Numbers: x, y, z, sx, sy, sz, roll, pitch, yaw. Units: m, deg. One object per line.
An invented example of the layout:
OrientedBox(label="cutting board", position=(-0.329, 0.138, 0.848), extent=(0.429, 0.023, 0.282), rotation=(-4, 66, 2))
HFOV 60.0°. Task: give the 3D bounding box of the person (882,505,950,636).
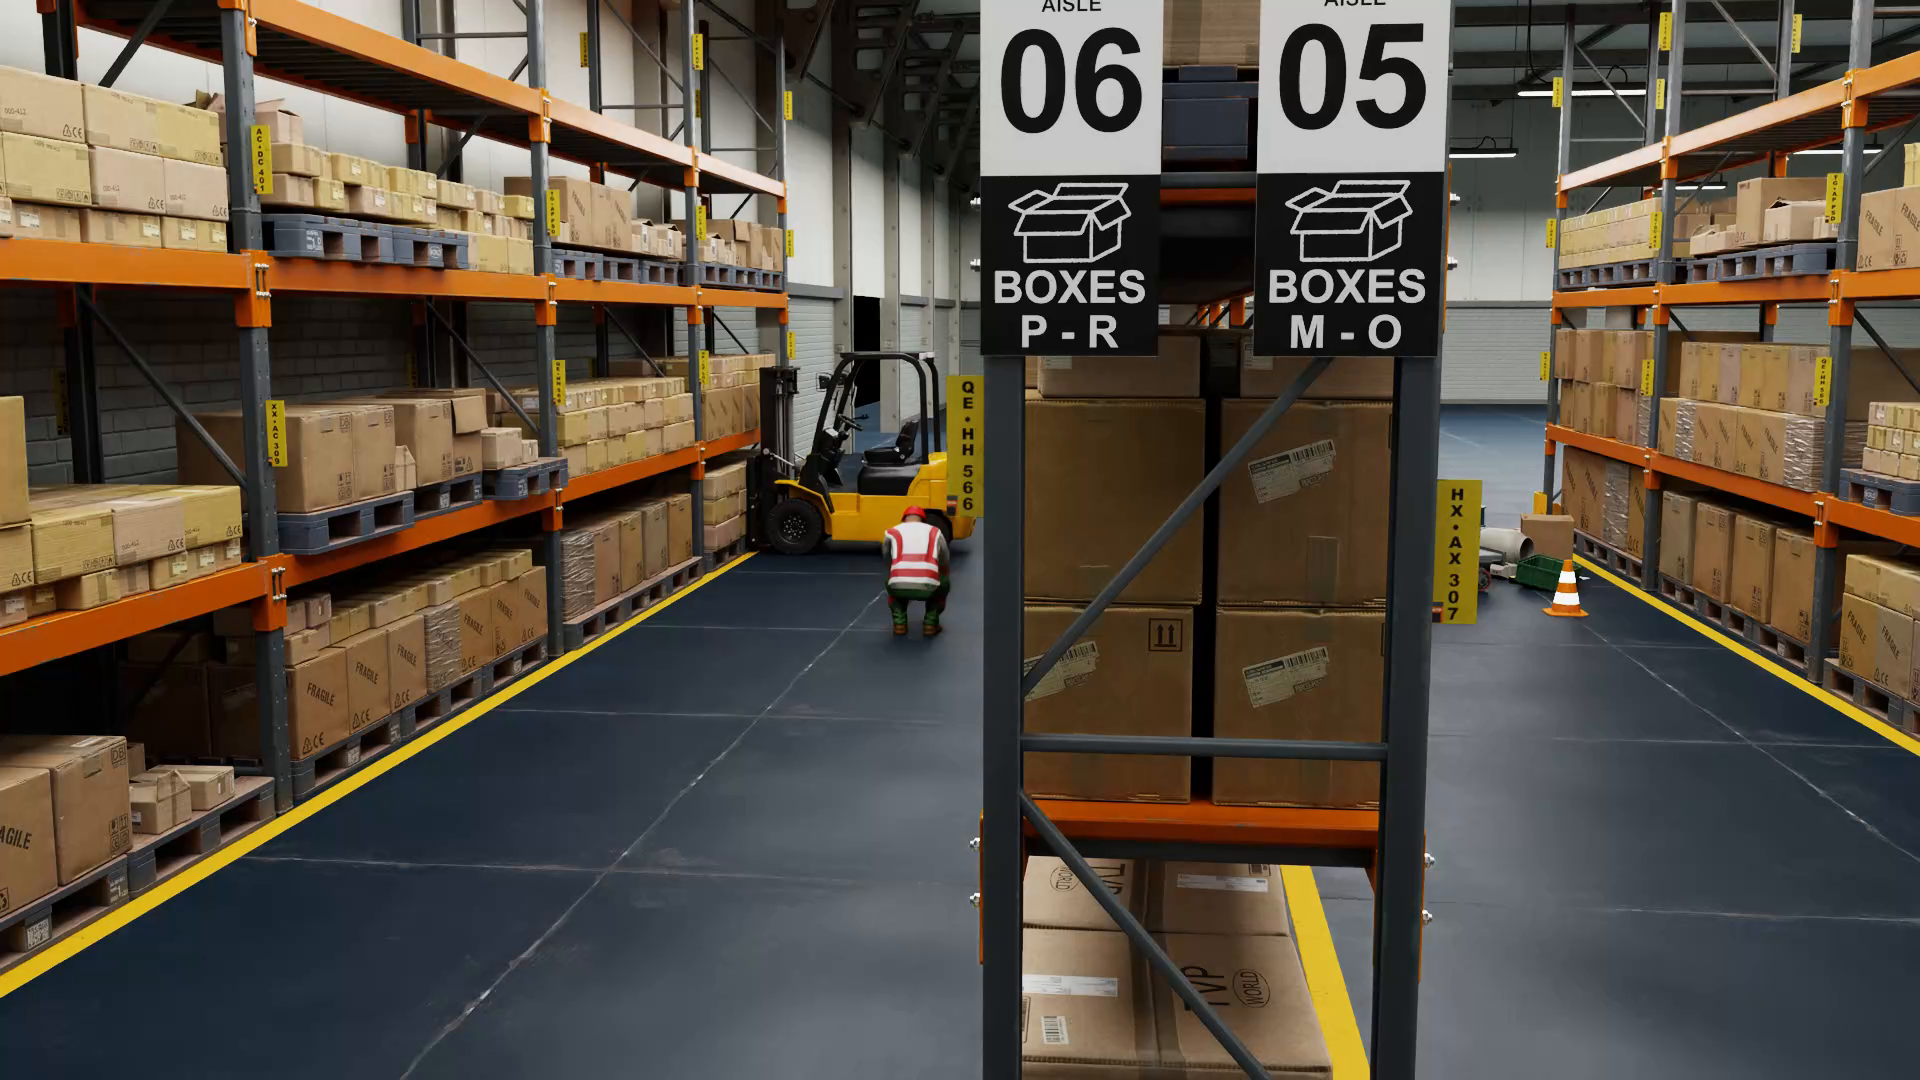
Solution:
OrientedBox(label="person", position=(-0.362, 0.239, 13.474), extent=(0.570, 0.990, 0.884), rotation=(1, 8, 6))
